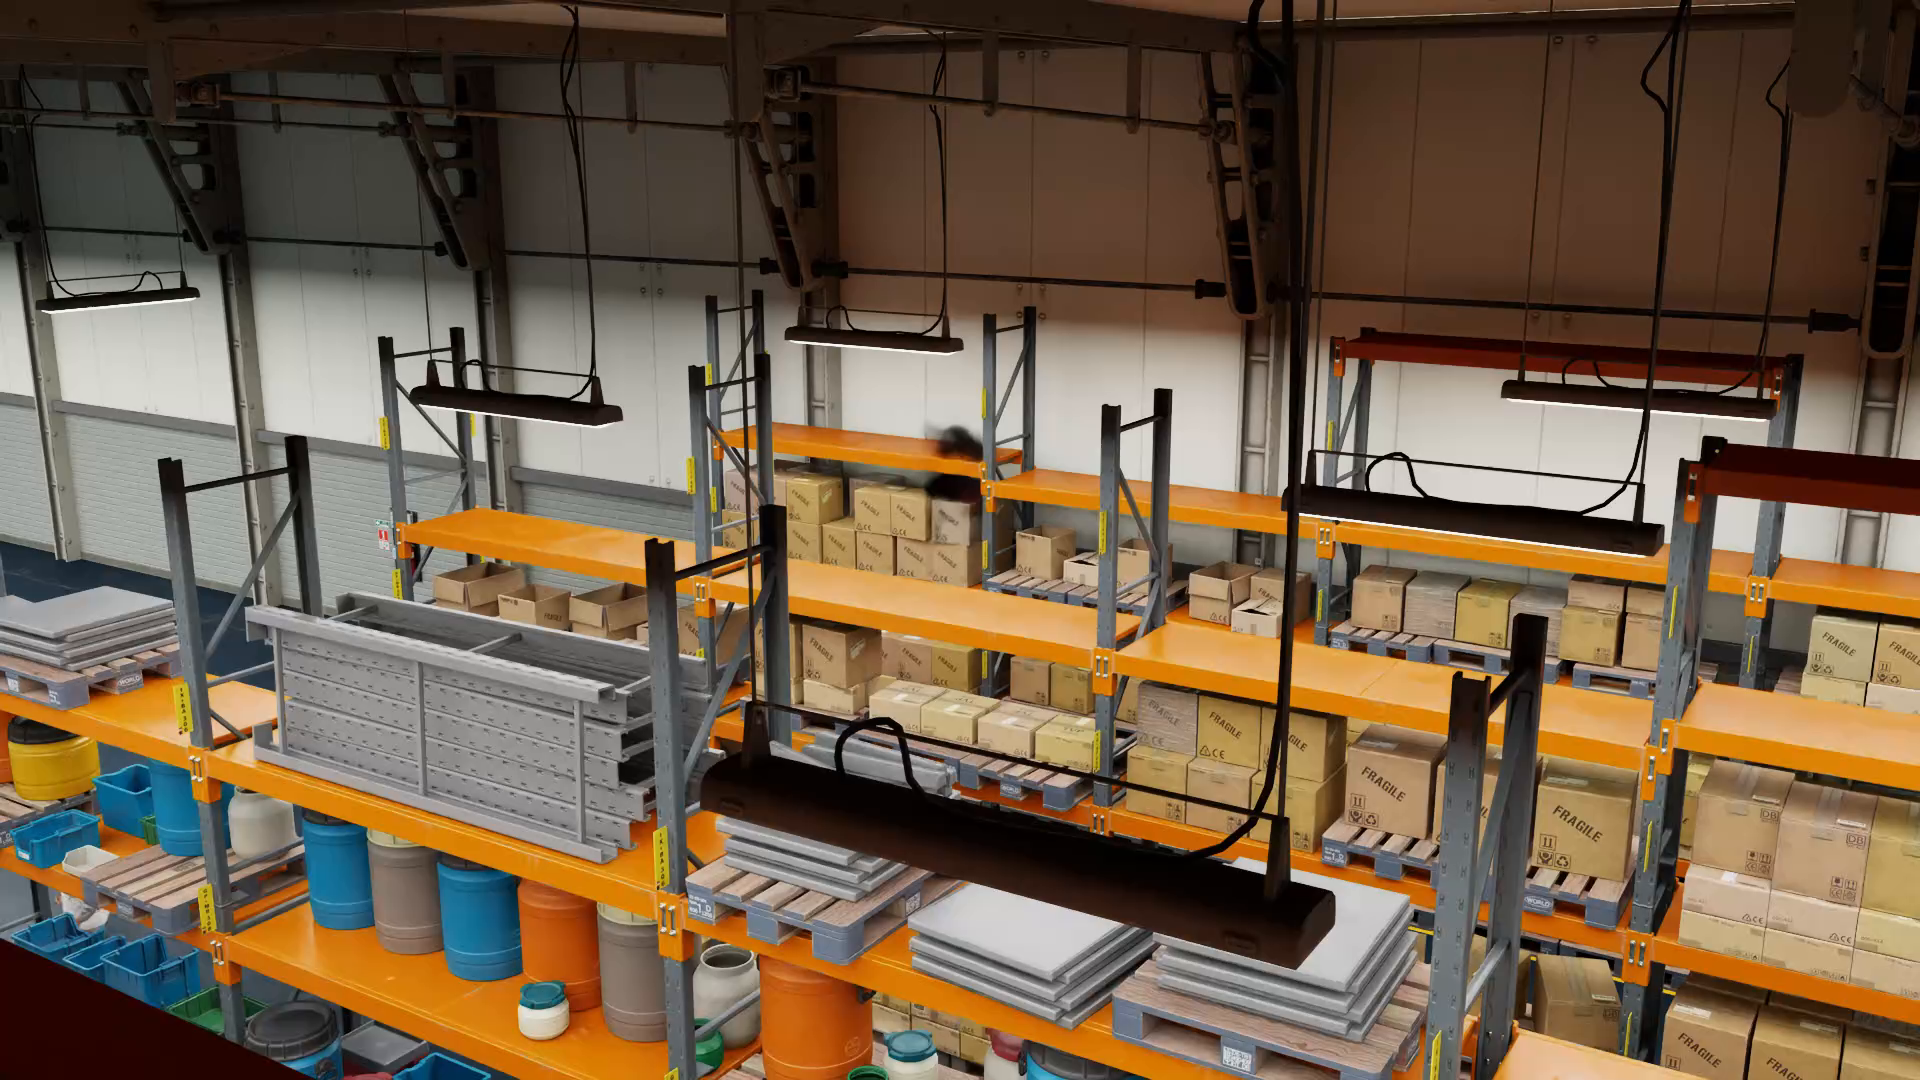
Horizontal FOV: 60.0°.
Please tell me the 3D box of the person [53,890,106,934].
[{"bbox_3d":[-8.068,3.533,15.394,0.664,1.753,0.680,-3,14,-13],"label":"person"}]
